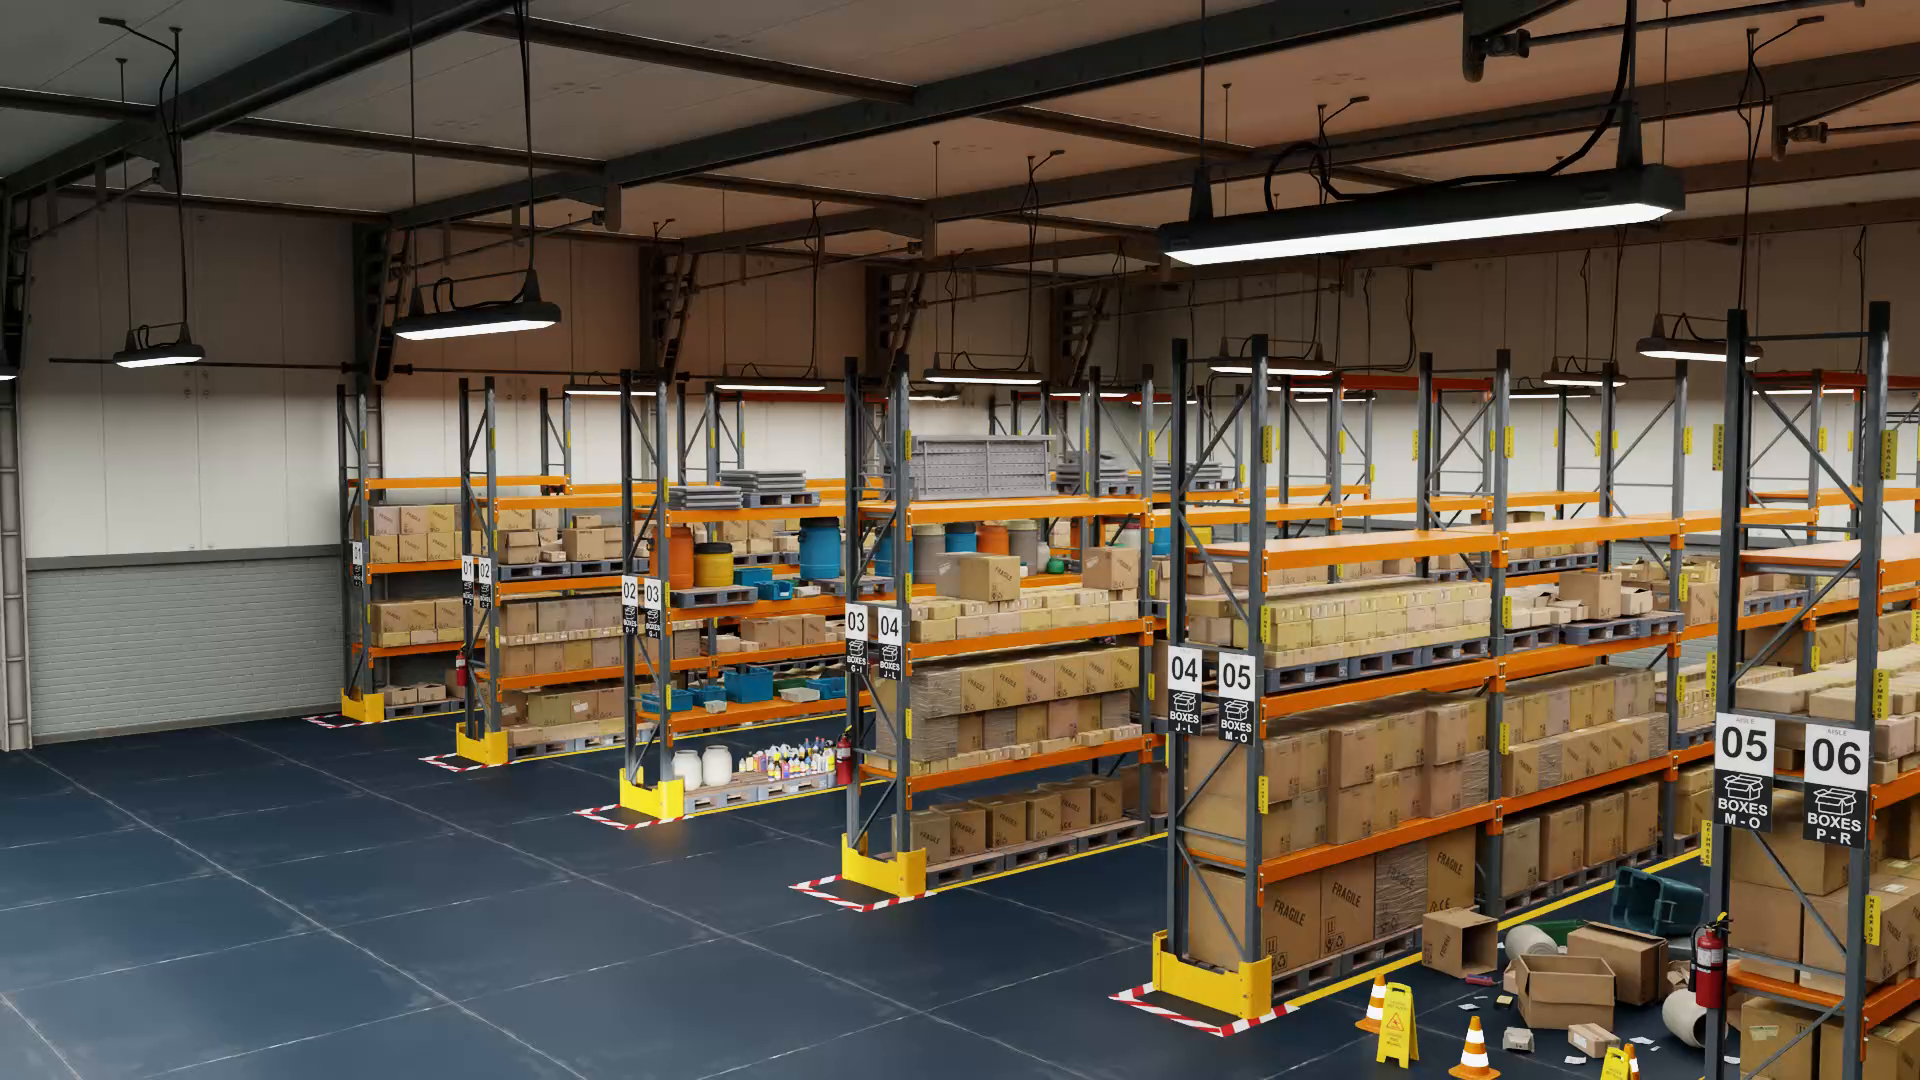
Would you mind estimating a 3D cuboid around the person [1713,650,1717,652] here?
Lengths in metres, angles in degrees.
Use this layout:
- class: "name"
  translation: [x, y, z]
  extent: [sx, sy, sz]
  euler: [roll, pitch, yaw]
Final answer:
- class: "person"
  translation: [11.737, 2.584, 25.828]
  extent: [0.706, 1.784, 0.961]
  euler: [4, 5, 44]
